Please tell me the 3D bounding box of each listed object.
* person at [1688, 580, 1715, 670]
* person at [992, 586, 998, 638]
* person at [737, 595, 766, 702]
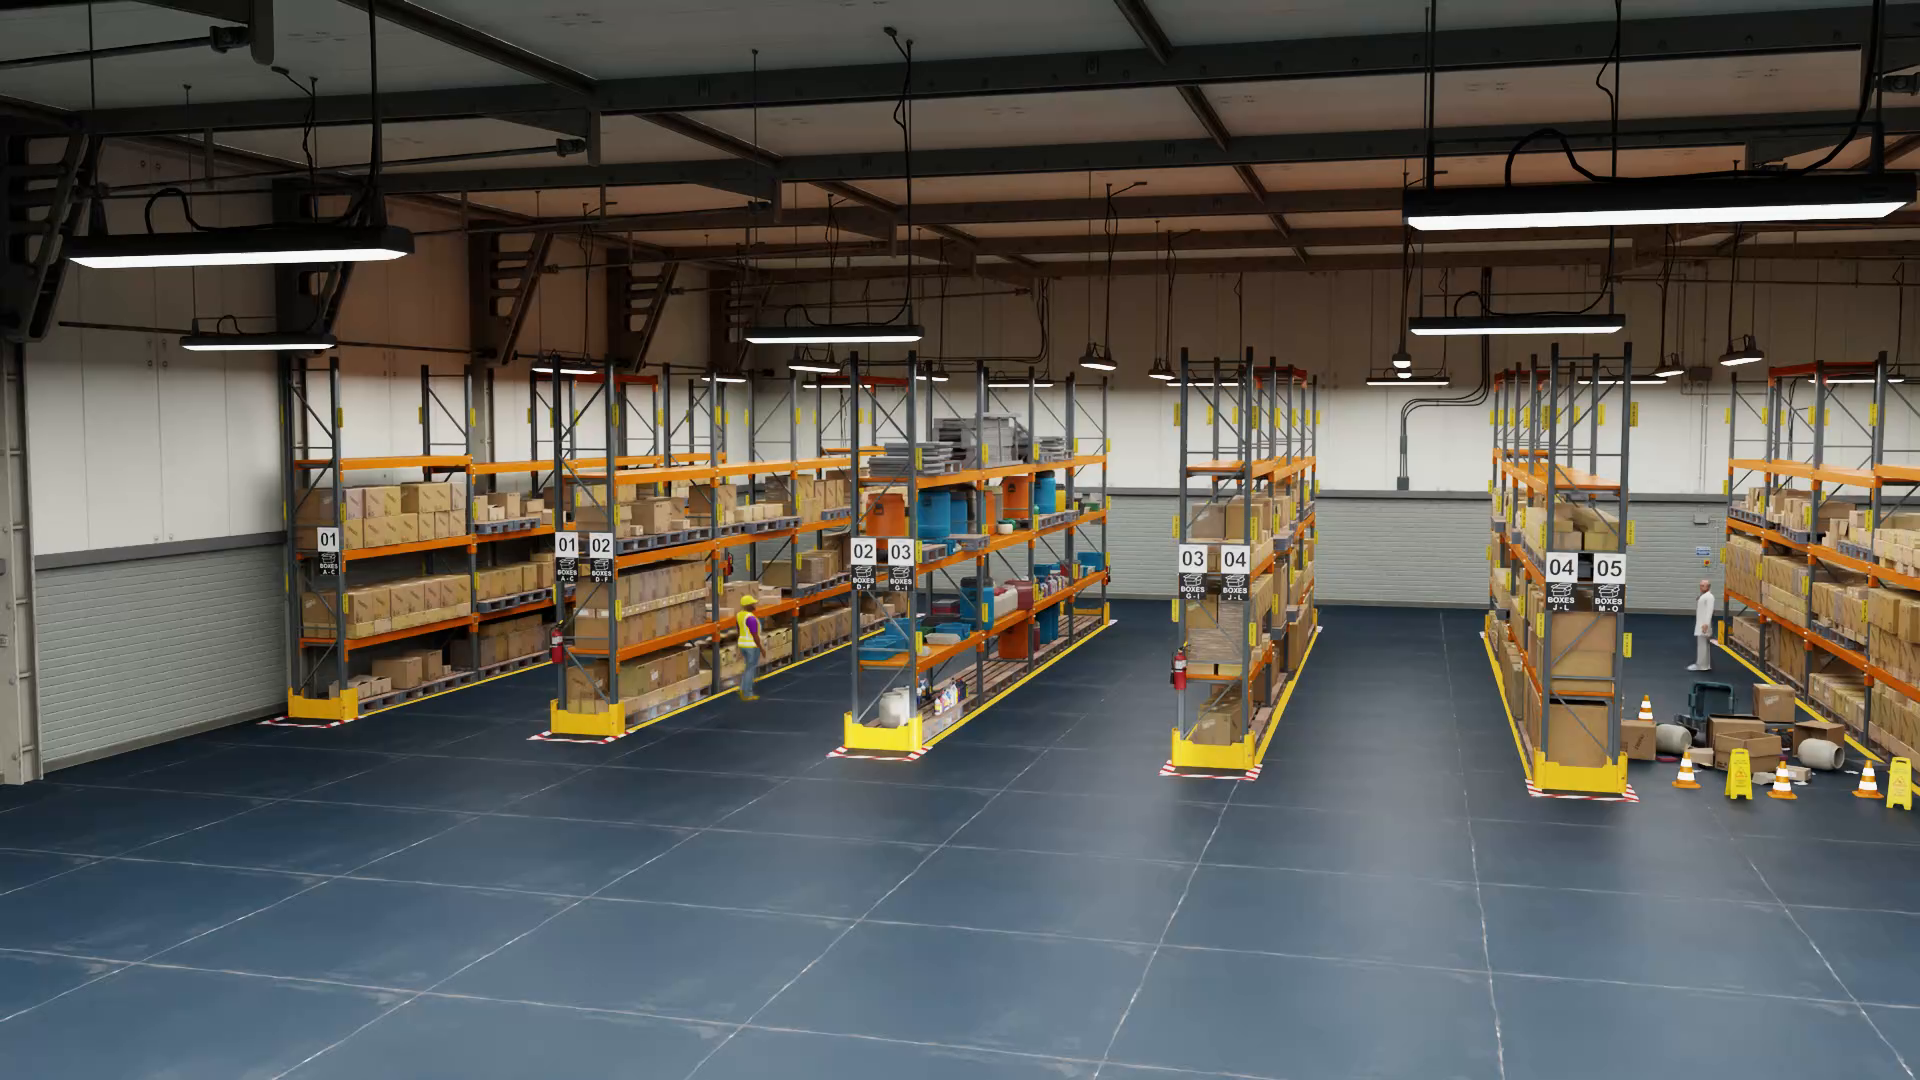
[{"bbox_3d":[14.796,1.688,33.153,0.456,1.781,0.633,2,5,27],"label":"person"},{"bbox_3d":[0.528,1.472,37.083,0.520,1.620,1.023,2,5,28],"label":"person"},{"bbox_3d":[-3.500,1.828,27.765,0.412,1.832,0.591,-4,6,-42],"label":"person"}]
